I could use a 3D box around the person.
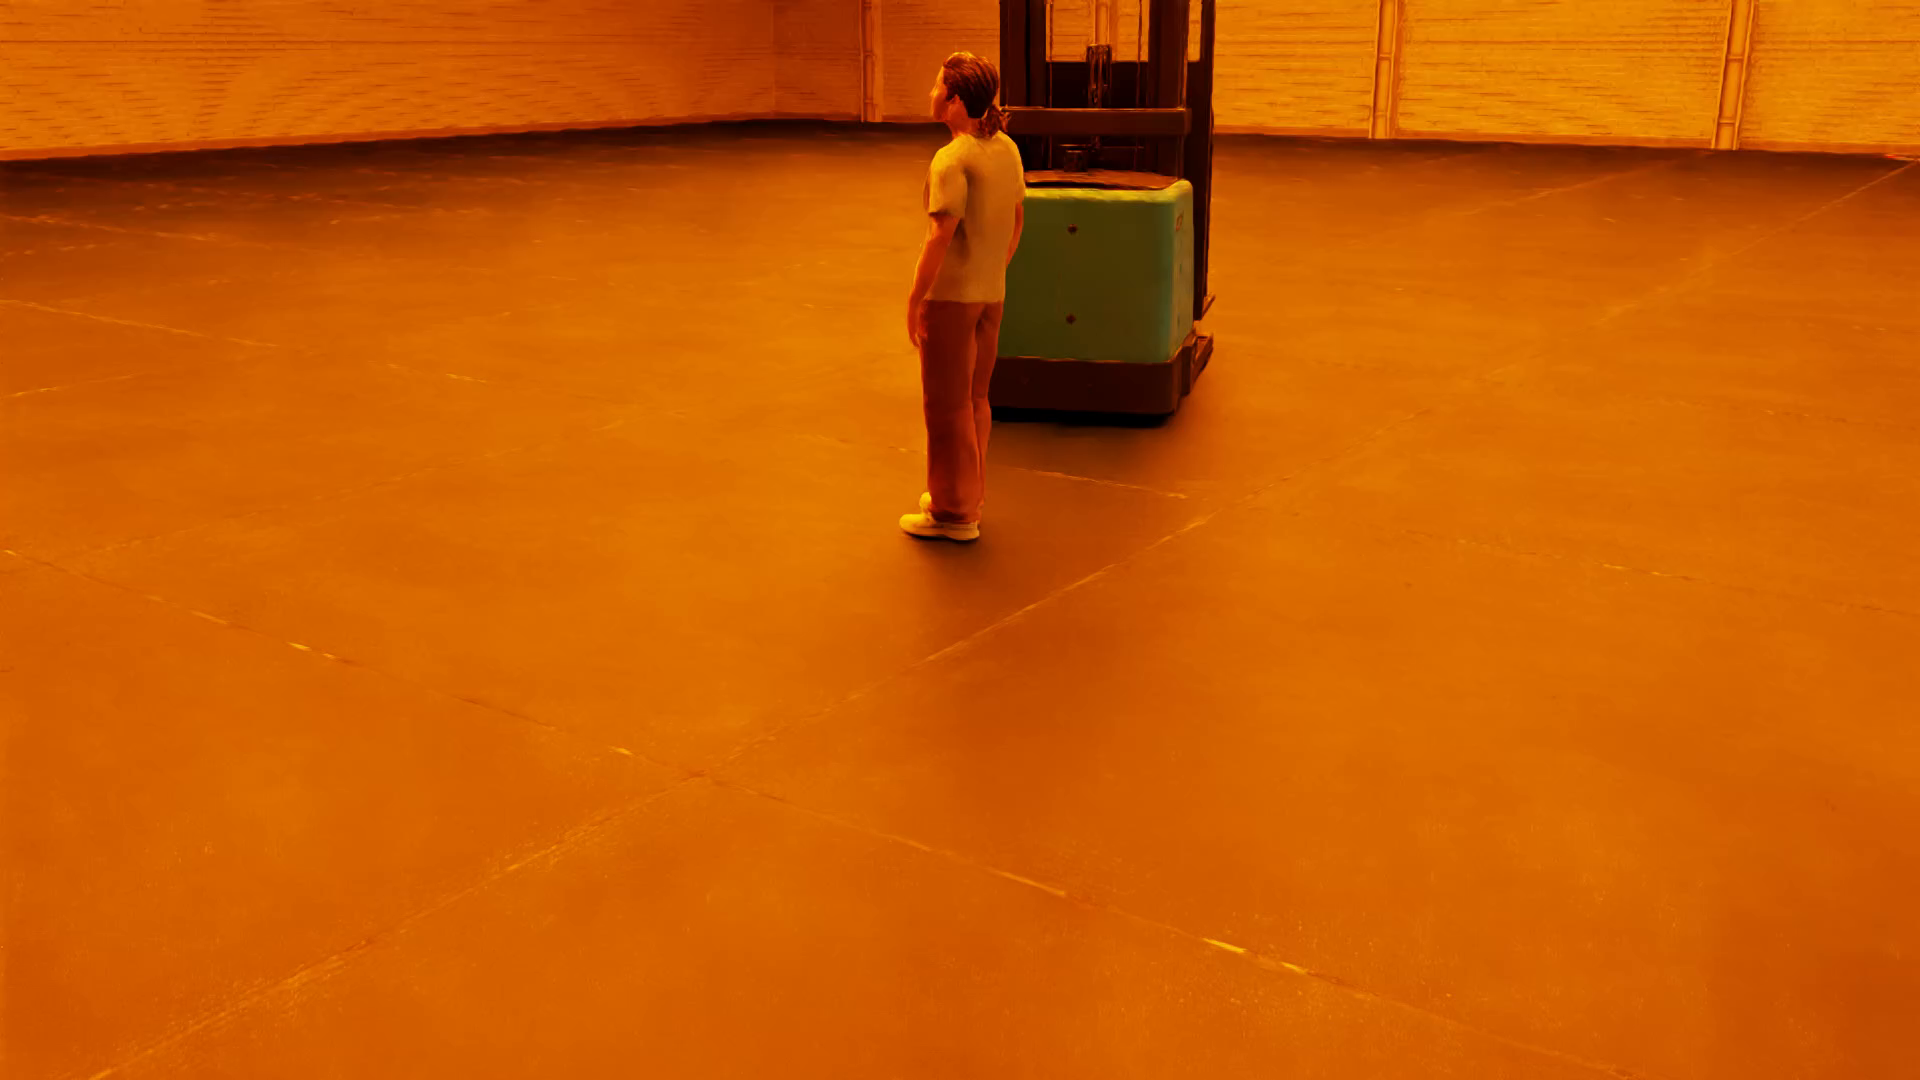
[{"bbox_3d":[-0.055,-0.824,5.755,0.548,1.674,0.554,11,20,33],"label":"person"}]

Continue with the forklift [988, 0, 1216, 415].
[{"bbox_3d":[0.801,-2.362,8.732,1.130,2.935,3.031,4,17,13],"label":"forklift"}]
